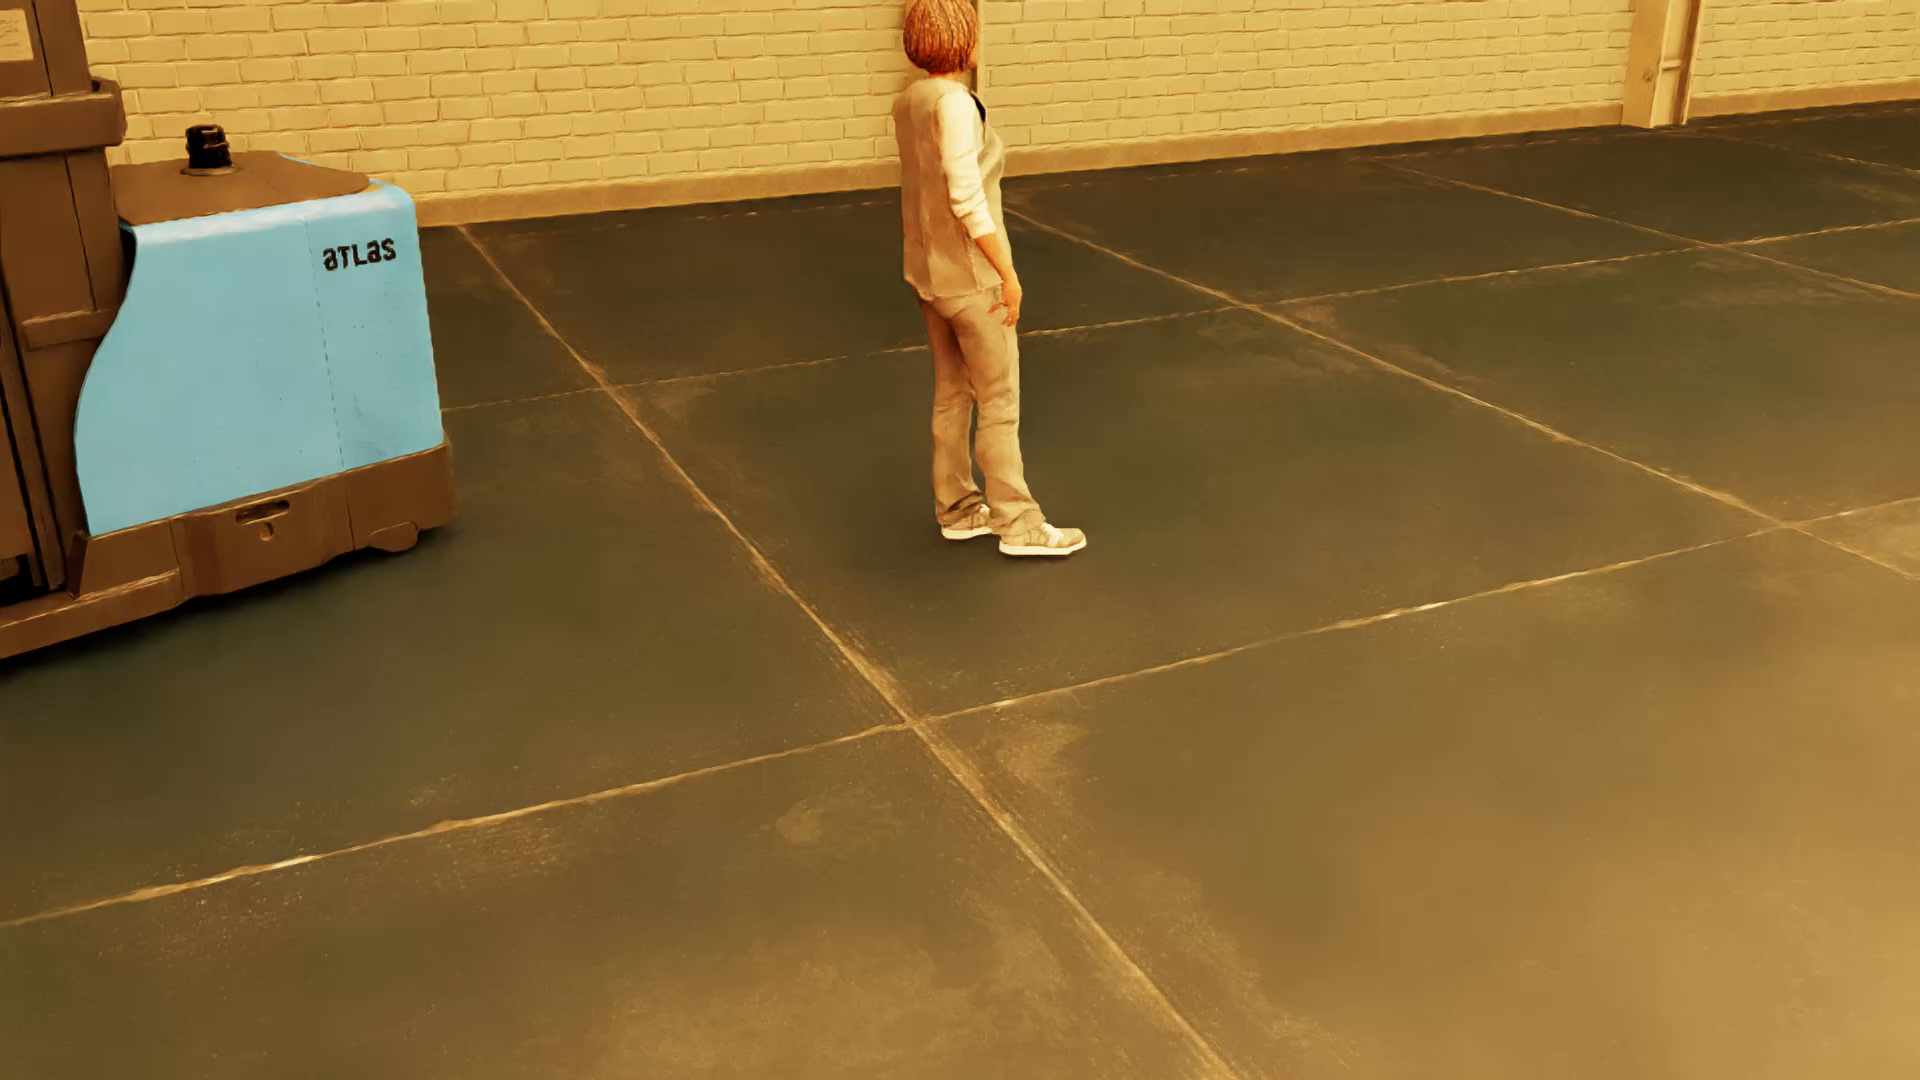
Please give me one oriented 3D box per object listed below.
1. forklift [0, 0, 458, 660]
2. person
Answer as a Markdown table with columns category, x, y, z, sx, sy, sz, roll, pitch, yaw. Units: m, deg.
| category | x | y | z | sx | sy | sz | roll | pitch | yaw |
| --- | --- | --- | --- | --- | --- | --- | --- | --- | --- |
| forklift | -2.937 | -1.089 | 3.908 | 1.130 | 2.935 | 3.031 | 21 | 30 | 41 |
| person | 0.073 | -0.751 | 4.815 | 0.474 | 1.597 | 0.521 | -10 | 25 | -23 |
